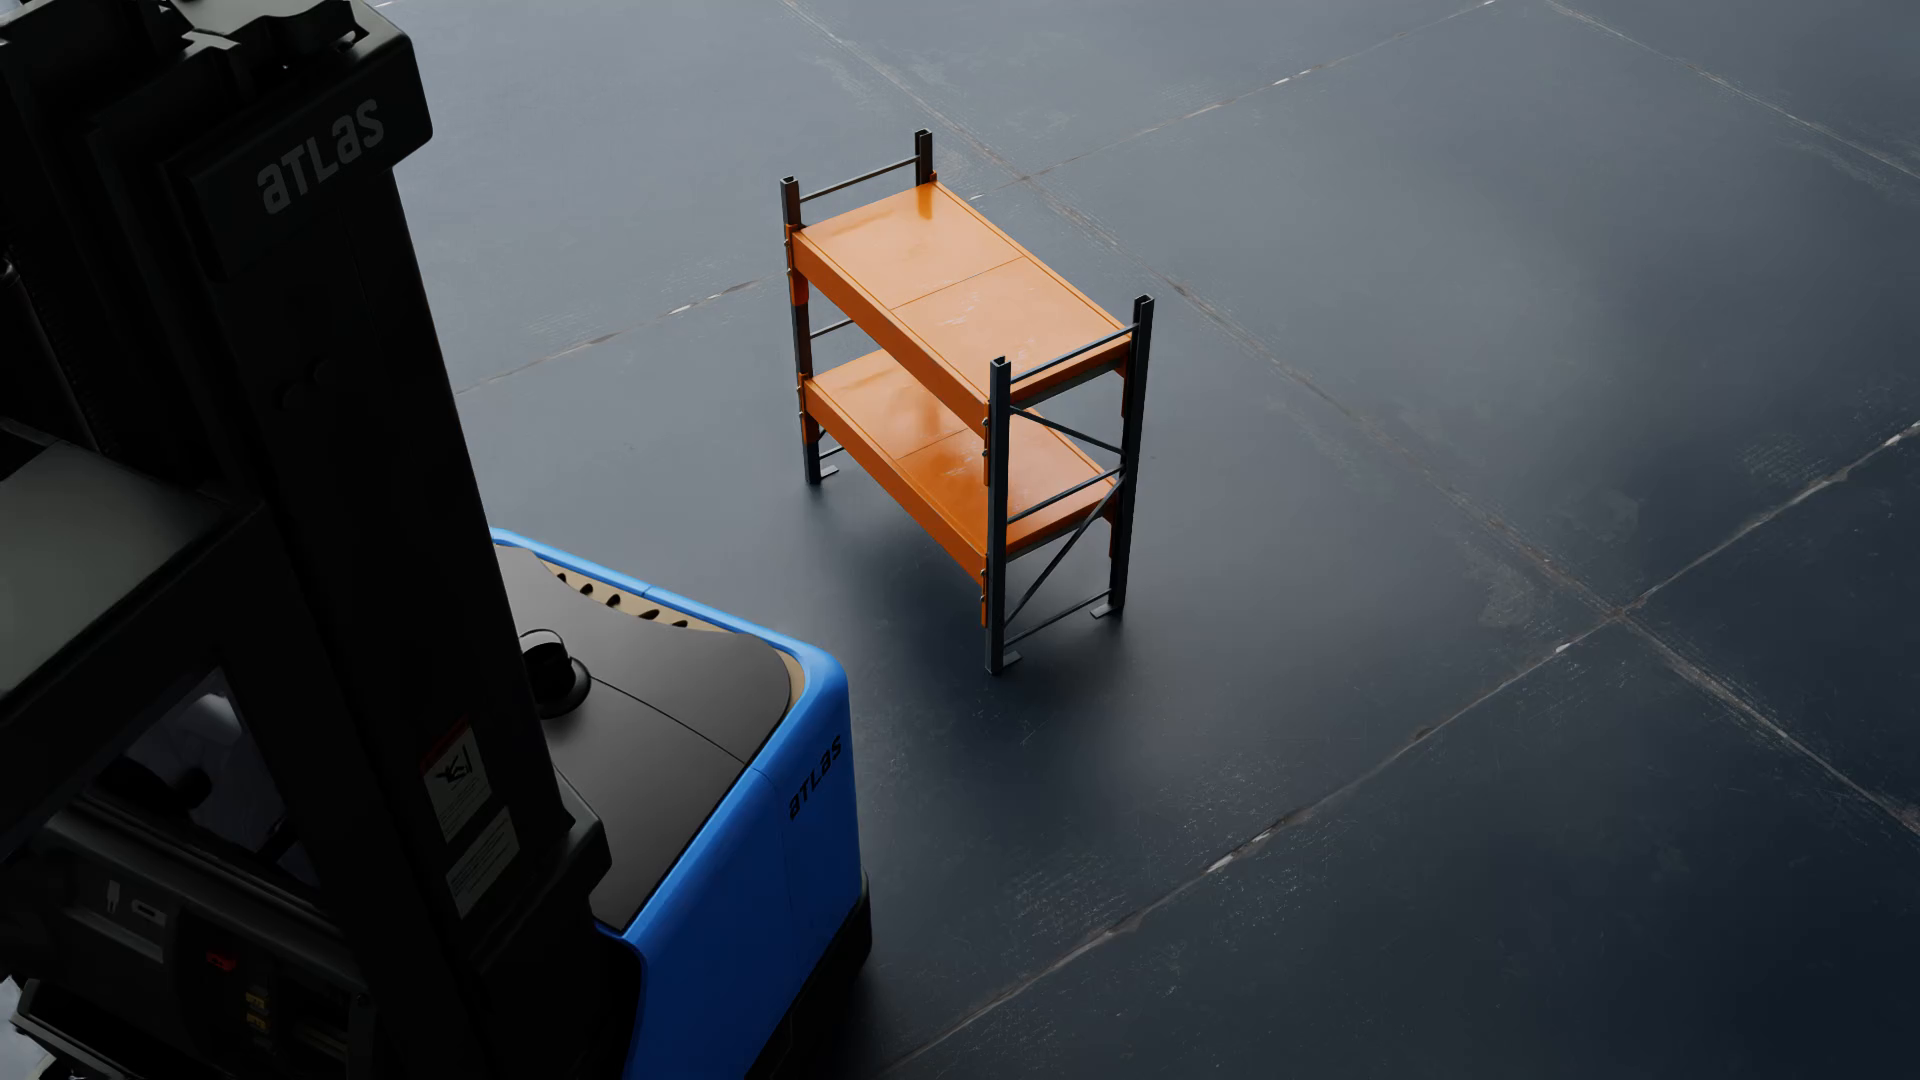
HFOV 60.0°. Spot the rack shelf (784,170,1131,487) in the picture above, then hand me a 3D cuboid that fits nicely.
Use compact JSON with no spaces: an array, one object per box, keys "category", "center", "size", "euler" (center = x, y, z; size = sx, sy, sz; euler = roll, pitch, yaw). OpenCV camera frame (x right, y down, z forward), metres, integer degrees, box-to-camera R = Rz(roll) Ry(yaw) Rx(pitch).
[{"category":"rack shelf","center":[-0.004,-0.622,4.663],"size":[0.538,0.278,1.000],"euler":[-26,49,-24]}]

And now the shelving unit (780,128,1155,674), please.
[{"category":"shelving unit","center":[-0.004,-0.411,4.866],"size":[0.538,1.125,1.048],"euler":[-26,49,-24]}]

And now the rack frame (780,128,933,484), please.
[{"category":"rack frame","center":[-0.295,-0.699,5.167],"size":[0.500,1.125,0.032],"euler":[-26,49,-24]}]

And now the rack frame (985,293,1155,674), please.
[{"category":"rack frame","center":[0.287,-0.123,4.564],"size":[0.500,1.125,0.032],"euler":[-26,49,-24]}]

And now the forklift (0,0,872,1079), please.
[{"category":"forklift","center":[-1.325,0.725,2.368],"size":[1.130,2.935,3.031],"euler":[19,47,19]}]

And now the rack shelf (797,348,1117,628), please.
[{"category":"rack shelf","center":[-0.004,-0.234,5.034],"size":[0.538,0.278,1.000],"euler":[-26,49,-24]}]
